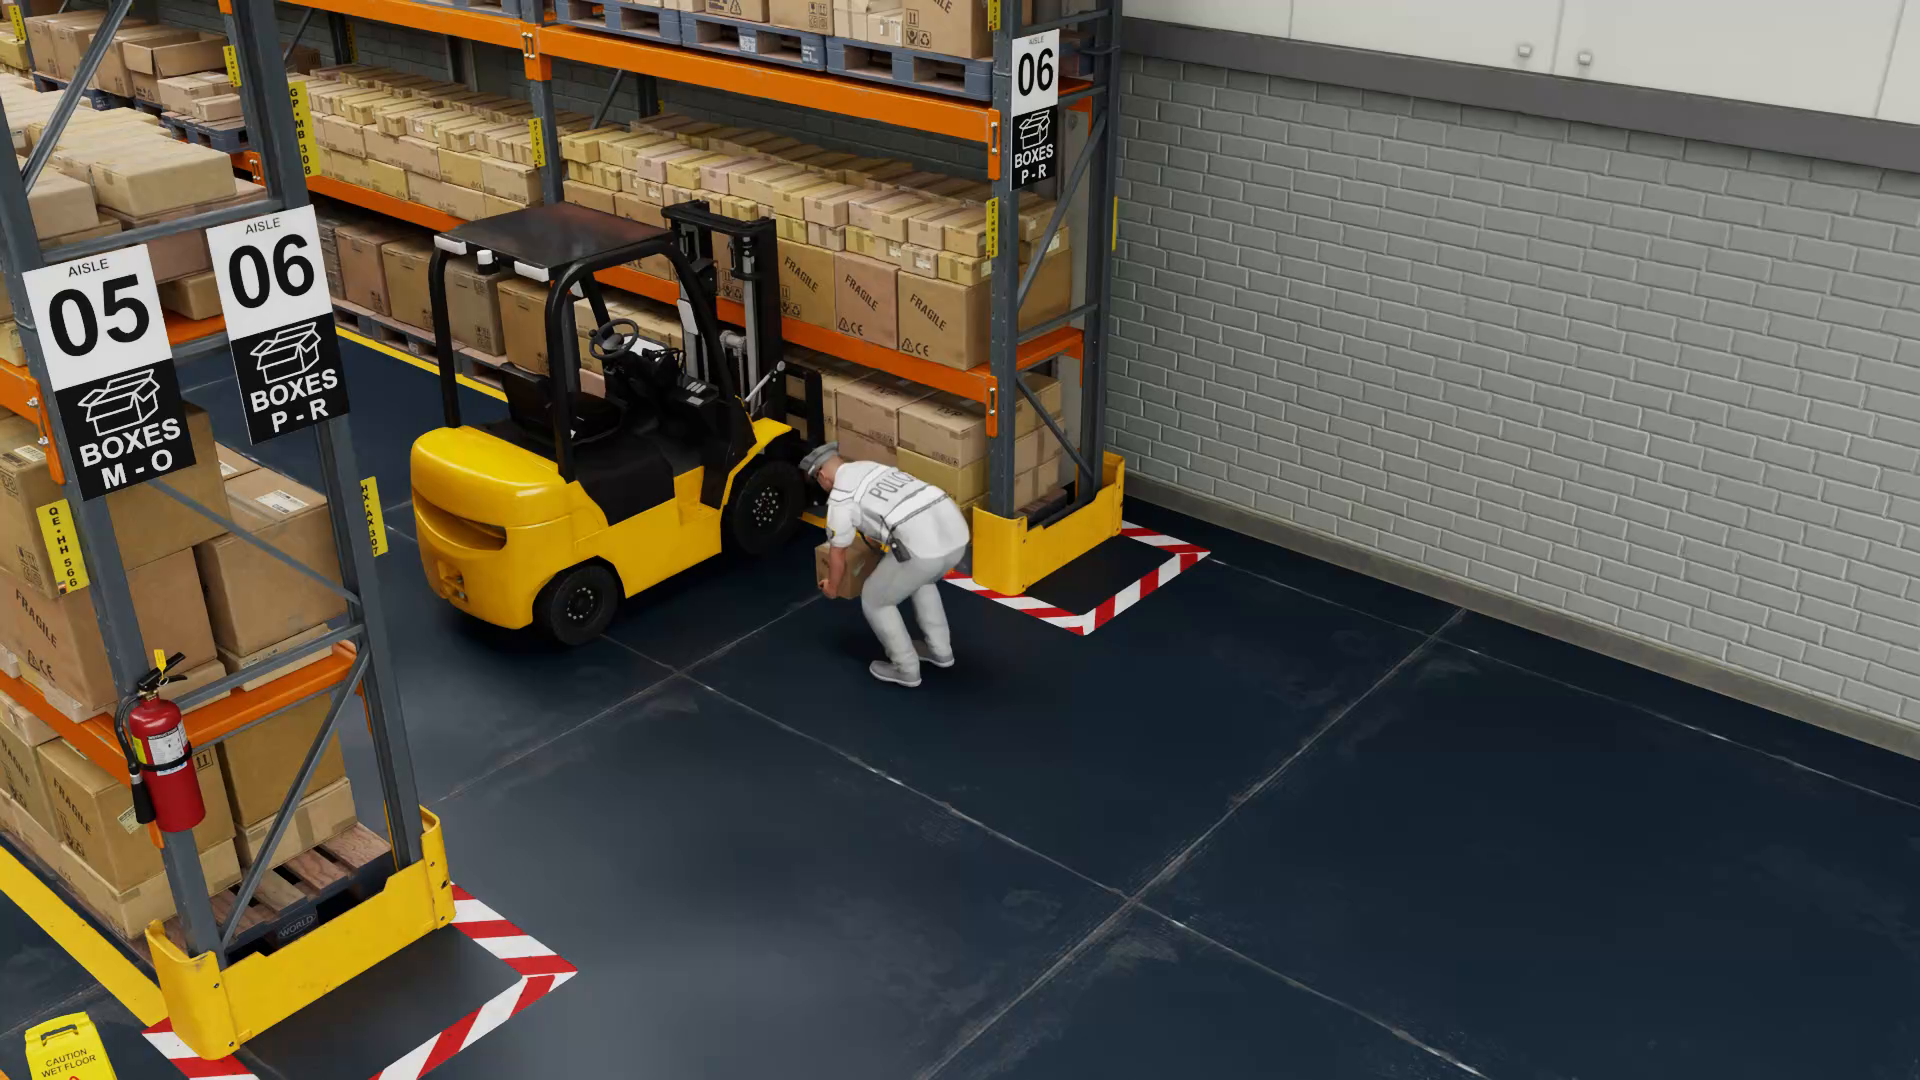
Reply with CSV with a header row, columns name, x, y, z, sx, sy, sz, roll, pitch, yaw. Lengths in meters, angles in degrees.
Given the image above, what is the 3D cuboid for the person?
name,x,y,z,sx,sy,sz,roll,pitch,yaw
person,-0.425,0.110,8.989,1.022,1.214,0.516,19,33,32
